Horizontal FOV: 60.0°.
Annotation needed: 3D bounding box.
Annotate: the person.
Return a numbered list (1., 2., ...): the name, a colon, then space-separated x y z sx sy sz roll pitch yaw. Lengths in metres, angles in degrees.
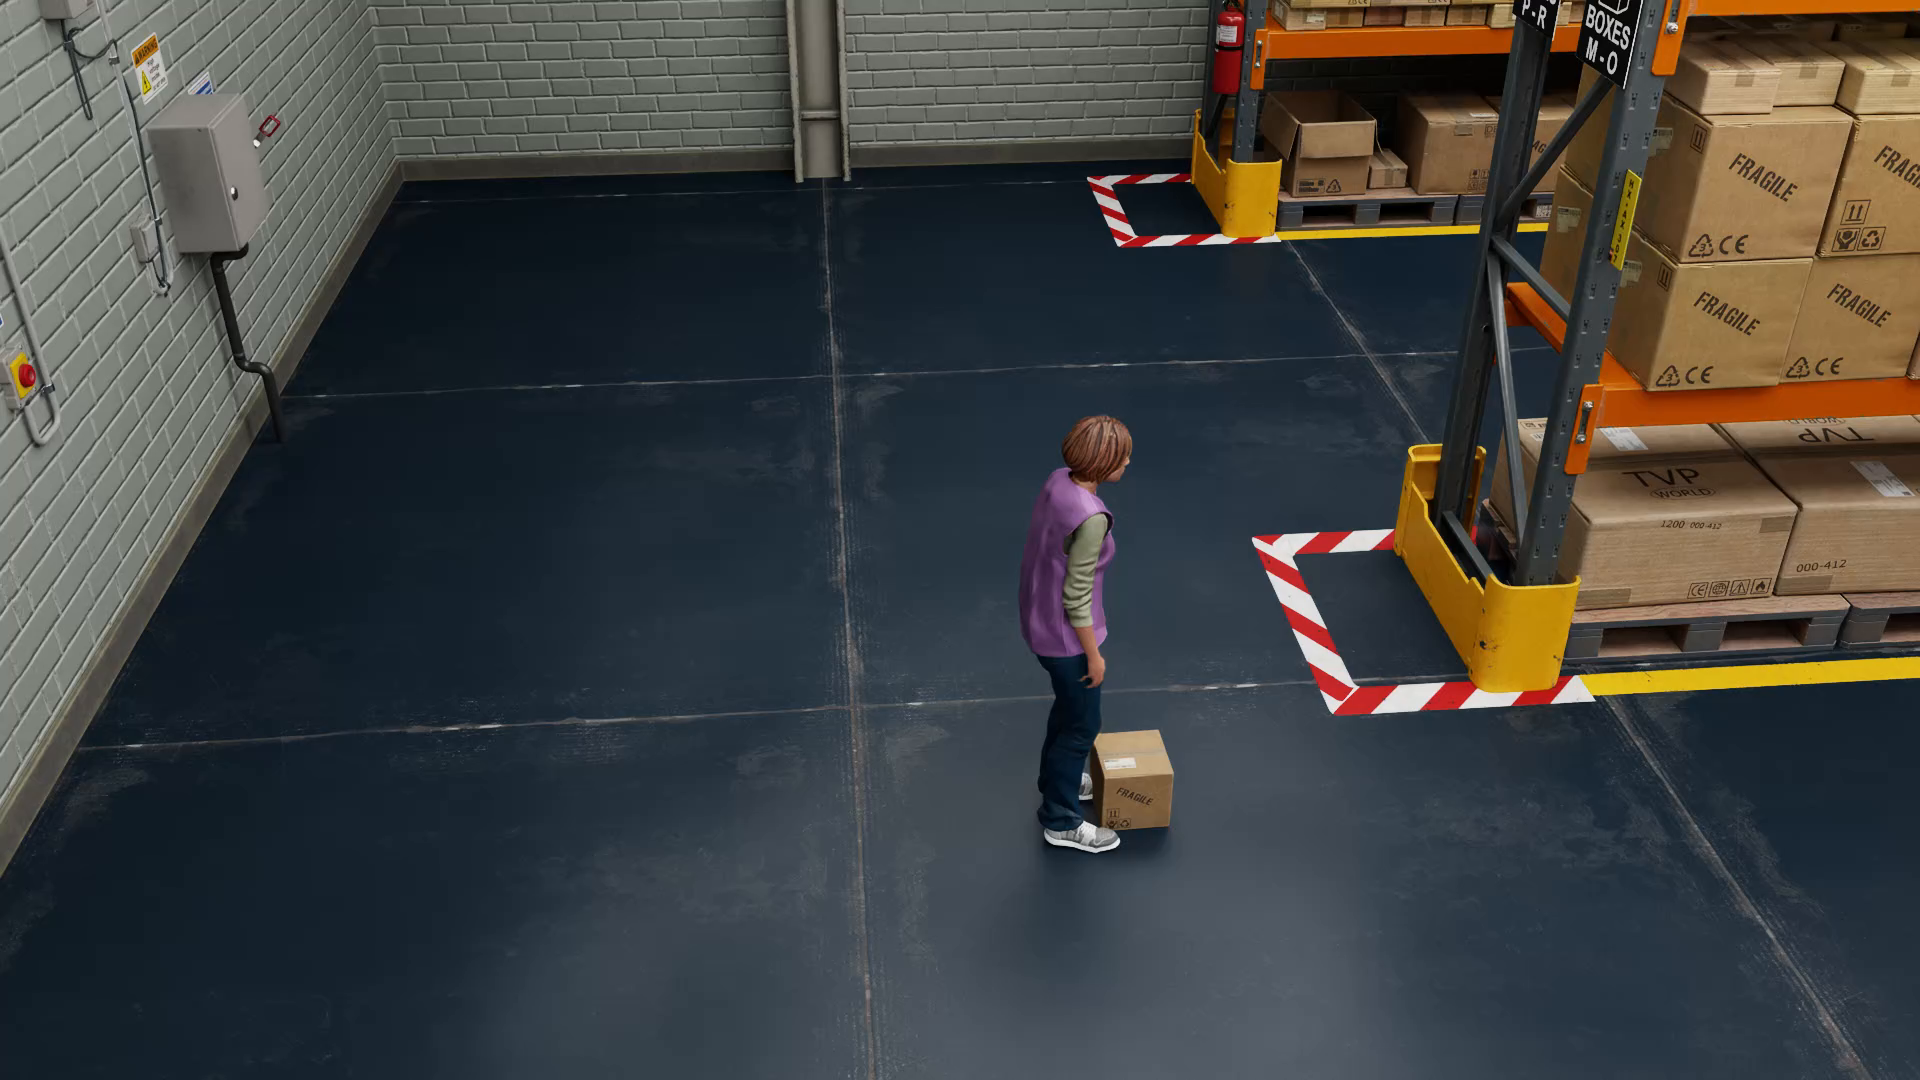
1. person: 0.395 0.315 5.643 0.377 1.581 0.484 -5 32 -8
